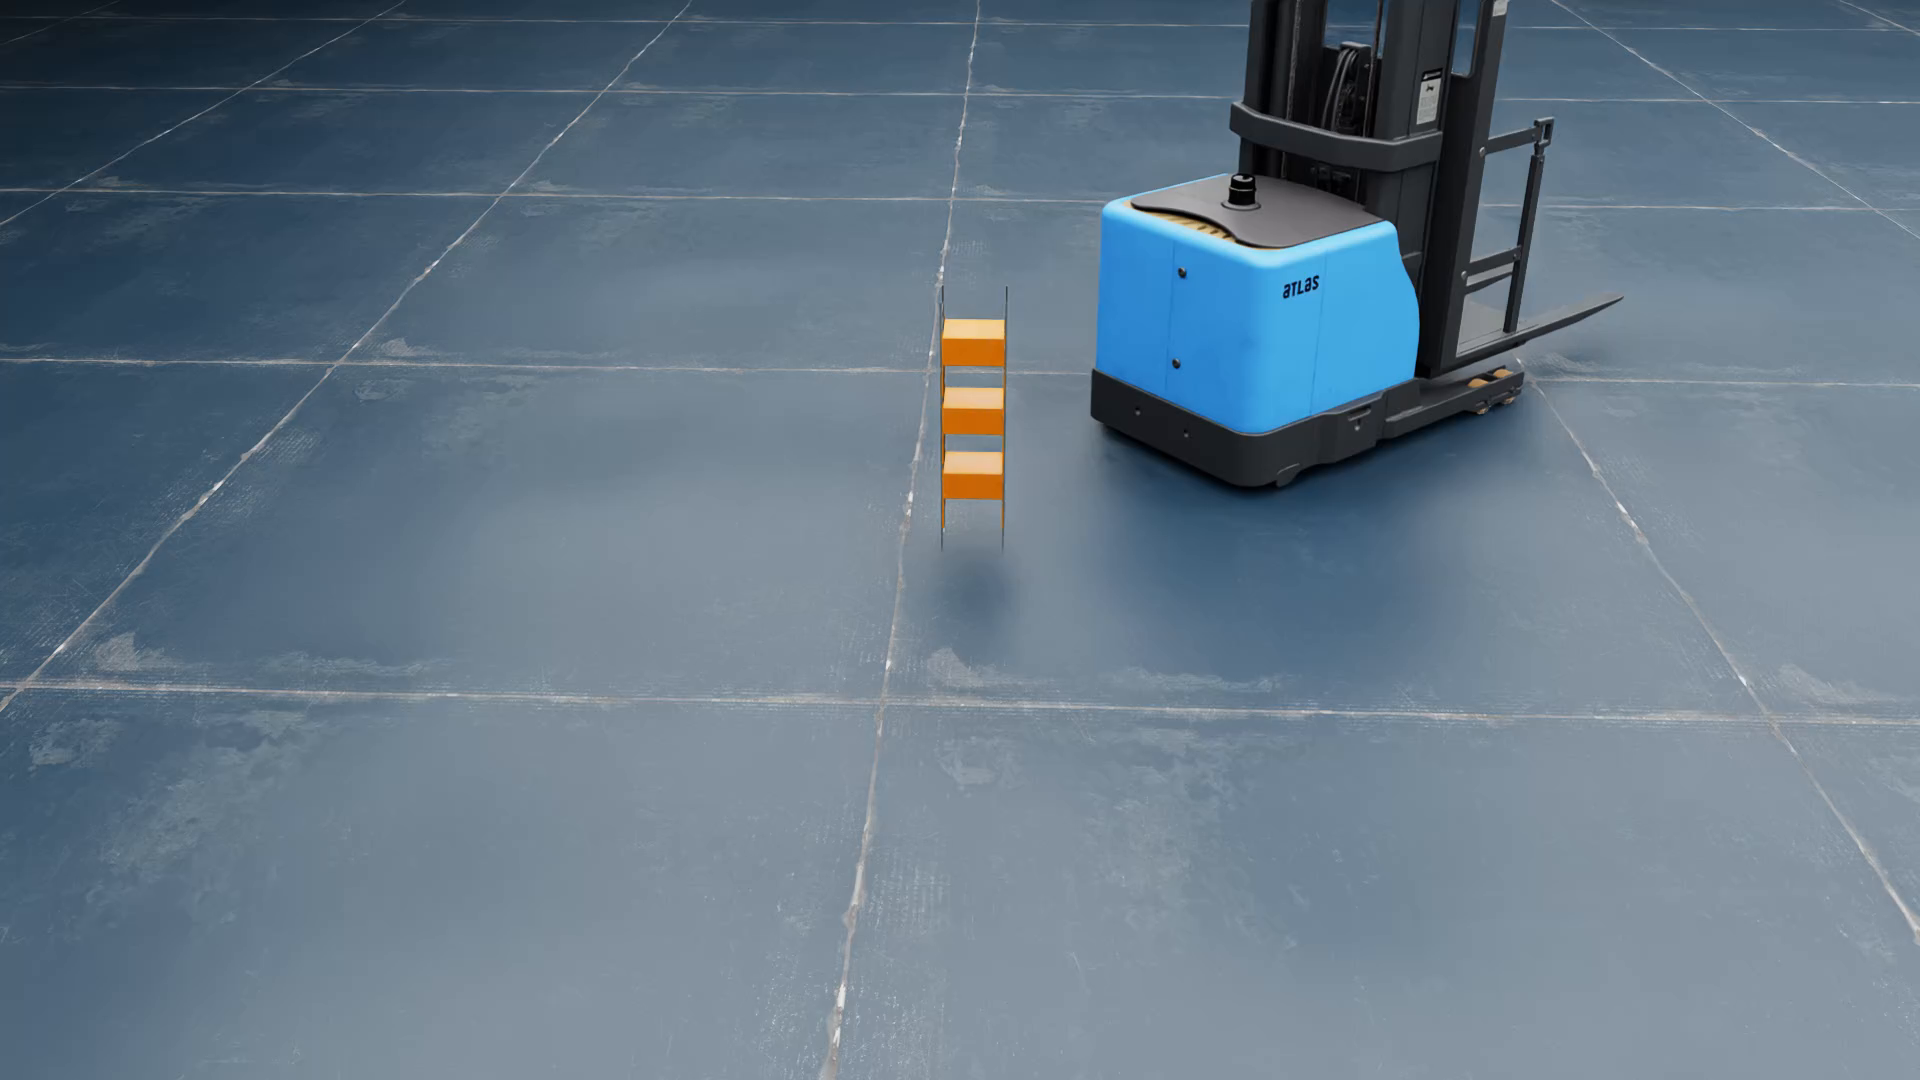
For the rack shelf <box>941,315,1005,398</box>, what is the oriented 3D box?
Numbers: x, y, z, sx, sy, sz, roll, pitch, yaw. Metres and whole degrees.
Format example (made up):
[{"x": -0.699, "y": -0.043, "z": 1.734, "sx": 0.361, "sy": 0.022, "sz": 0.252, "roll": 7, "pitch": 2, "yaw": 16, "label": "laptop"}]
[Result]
[{"x": 0.053, "y": -0.704, "z": 6.374, "sx": 0.240, "sy": 0.259, "sz": 0.215, "roll": 1, "pitch": 28, "yaw": 2, "label": "rack shelf"}]

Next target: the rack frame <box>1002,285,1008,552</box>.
[{"x": 0.175, "y": -0.461, "z": 6.499, "sx": 0.008, "sy": 1.050, "sz": 0.200, "roll": 1, "pitch": 28, "yaw": 2, "label": "rack frame"}]

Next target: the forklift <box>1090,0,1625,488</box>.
[{"x": 2.076, "y": -2.064, "z": 7.515, "sx": 3.031, "sy": 2.935, "sz": 1.130, "roll": -20, "pitch": 34, "yaw": -33, "label": "forklift"}]

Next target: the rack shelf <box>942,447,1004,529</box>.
[{"x": 0.053, "y": -0.208, "z": 6.638, "sx": 0.240, "sy": 0.259, "sz": 0.215, "roll": 1, "pitch": 28, "yaw": 2, "label": "rack shelf"}]

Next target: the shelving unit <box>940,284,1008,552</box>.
[{"x": 0.053, "y": -0.463, "z": 6.502, "sx": 0.252, "sy": 1.050, "sz": 0.215, "roll": 1, "pitch": 28, "yaw": 2, "label": "shelving unit"}]

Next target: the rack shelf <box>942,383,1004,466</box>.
[{"x": 0.053, "y": -0.454, "z": 6.507, "sx": 0.240, "sy": 0.259, "sz": 0.215, "roll": 1, "pitch": 28, "yaw": 2, "label": "rack shelf"}]

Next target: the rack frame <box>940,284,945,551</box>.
[{"x": -0.068, "y": -0.465, "z": 6.506, "sx": 0.008, "sy": 1.050, "sz": 0.200, "roll": 1, "pitch": 28, "yaw": 2, "label": "rack frame"}]
